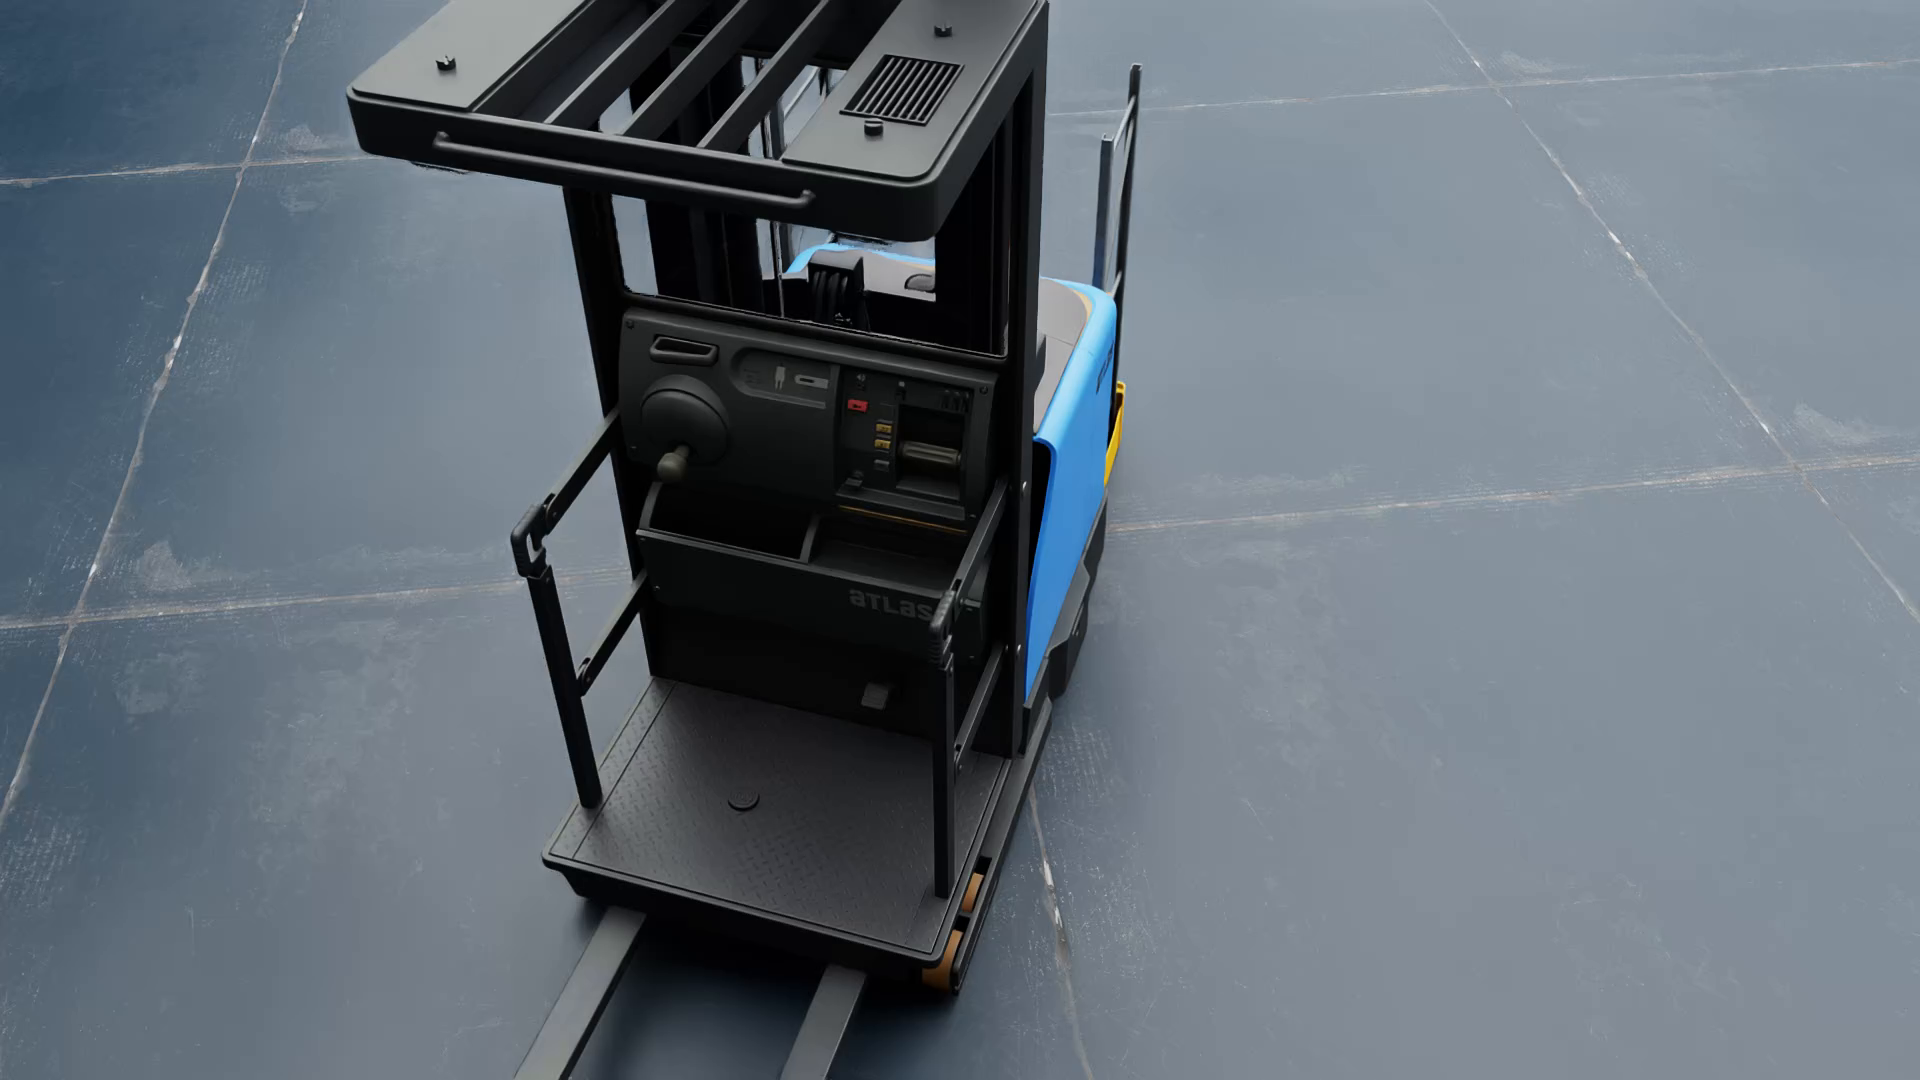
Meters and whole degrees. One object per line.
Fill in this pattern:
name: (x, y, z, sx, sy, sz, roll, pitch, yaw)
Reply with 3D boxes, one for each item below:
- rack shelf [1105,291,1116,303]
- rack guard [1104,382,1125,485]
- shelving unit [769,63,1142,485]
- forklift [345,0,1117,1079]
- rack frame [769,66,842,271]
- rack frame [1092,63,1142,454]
rack shelf: (-0.005, -0.710, 5.686, 1.000, 0.185, 0.538, 10, 43, 11)
rack guard: (0.485, -0.292, 5.887, 0.087, 0.250, 0.587, 10, 43, 11)
shelving unit: (0.003, -0.842, 5.564, 1.083, 1.500, 0.587, 10, 43, 11)
forklift: (-0.434, -0.199, 3.782, 1.130, 2.935, 3.031, 12, 43, 13)
rack frame: (-0.497, -0.931, 5.662, 0.032, 1.500, 0.500, 10, 43, 11)
rack frame: (0.486, -0.756, 5.468, 0.032, 1.500, 0.500, 10, 43, 11)
